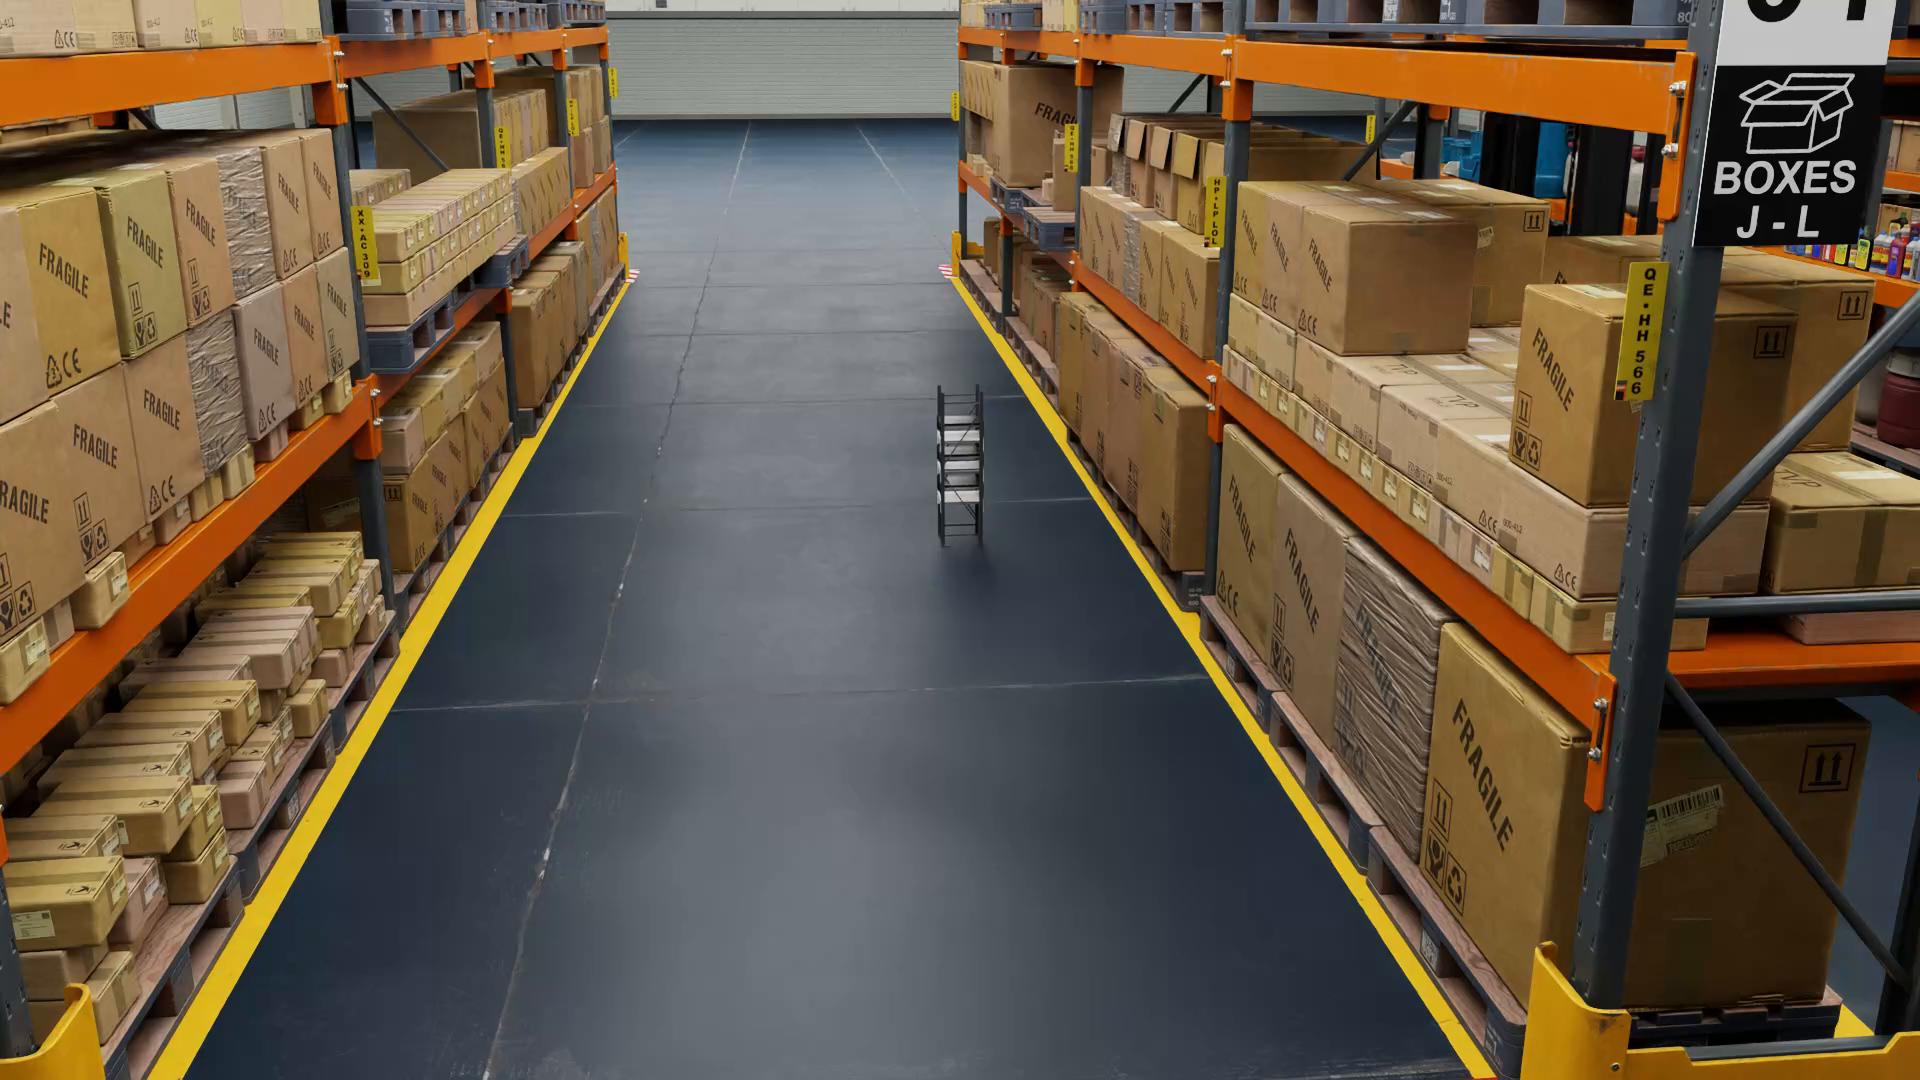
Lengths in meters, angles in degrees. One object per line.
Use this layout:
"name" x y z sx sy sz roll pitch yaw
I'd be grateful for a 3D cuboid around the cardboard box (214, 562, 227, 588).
"cardboard box" -3.419 0.167 7.203 0.380 0.149 0.250 -1 17 -3

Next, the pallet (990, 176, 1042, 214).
"pallet" 0.835 -3.085 14.815 1.003 0.211 1.213 -2 18 -6

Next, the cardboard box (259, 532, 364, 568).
"cardboard box" -2.922 0.072 7.505 0.380 0.149 0.250 -1 17 -4

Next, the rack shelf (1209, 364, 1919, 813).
"rack shelf" 1.932 -0.086 6.144 1.077 0.370 4.000 -2 18 -6

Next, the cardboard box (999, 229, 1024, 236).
"cardboard box" 0.677 -3.057 17.880 0.500 0.500 0.500 0 17 0

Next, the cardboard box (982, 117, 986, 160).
"cardboard box" 0.697 -4.330 17.797 0.875 0.500 0.500 -2 18 -6

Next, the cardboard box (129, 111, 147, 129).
"cardboard box" -9.039 -4.331 17.800 0.500 0.500 0.500 -2 18 -7

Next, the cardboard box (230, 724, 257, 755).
"cardboard box" -2.817 0.674 6.085 0.380 0.149 0.250 -1 17 -3

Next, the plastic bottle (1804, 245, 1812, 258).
"plastic bottle" 5.958 -2.072 11.600 0.097 0.201 0.097 0 17 0

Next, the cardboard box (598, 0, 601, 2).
"cardboard box" -4.032 -5.796 17.676 0.380 0.149 0.250 -2 17 -5

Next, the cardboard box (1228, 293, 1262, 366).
"cardboard box" 1.514 -0.947 7.441 0.500 0.250 0.500 -2 18 -7

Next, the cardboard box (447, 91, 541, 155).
"cardboard box" -3.931 -3.509 14.011 0.700 0.500 0.500 -2 18 -7

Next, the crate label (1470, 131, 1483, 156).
"crate label" 5.874 -4.230 18.084 0.502 0.435 0.616 -2 18 -6

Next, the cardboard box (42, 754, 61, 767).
"cardboard box" -3.273 0.774 5.767 0.380 0.149 0.250 -1 17 -3

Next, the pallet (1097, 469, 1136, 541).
"pallet" 1.442 -0.287 10.237 1.003 0.211 1.213 -2 18 -6

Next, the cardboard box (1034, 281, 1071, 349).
"cardboard box" 1.031 -1.933 14.265 0.700 0.500 0.500 -3 18 -10

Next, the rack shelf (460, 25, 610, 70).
"rack shelf" -4.250 -4.969 16.691 1.077 0.370 4.000 -2 18 -6

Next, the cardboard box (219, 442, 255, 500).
"cardboard box" -2.723 -0.241 5.855 0.380 0.149 0.250 -1 17 -5

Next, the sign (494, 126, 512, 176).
"sign" -3.092 -2.628 11.239 0.100 0.325 0.005 -2 18 -6

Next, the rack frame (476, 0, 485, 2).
"rack frame" -3.631 -4.956 10.440 1.000 3.000 0.127 -2 18 -6

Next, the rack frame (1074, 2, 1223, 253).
"rack frame" 1.313 -2.217 11.730 1.000 3.000 0.127 -2 18 -6

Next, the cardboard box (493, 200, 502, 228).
"cardboard box" -3.068 -2.025 10.342 0.380 0.149 0.250 -1 17 -4

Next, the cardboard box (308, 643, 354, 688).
"cardboard box" -2.804 0.521 7.068 0.380 0.149 0.250 -2 18 -7

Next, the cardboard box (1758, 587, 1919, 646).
"cardboard box" 2.430 0.171 4.545 0.380 0.149 0.250 -2 17 -5

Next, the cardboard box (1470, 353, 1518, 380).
"cardboard box" 2.190 -0.515 6.063 0.500 0.250 0.500 -2 18 -7

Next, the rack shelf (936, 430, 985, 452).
"rack shelf" 0.001 -0.567 9.491 0.258 0.077 0.200 -2 18 -6

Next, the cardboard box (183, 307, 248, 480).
"cardboard box" -2.754 -0.499 5.595 0.500 0.500 0.500 -2 18 -7

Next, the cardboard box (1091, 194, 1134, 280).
"cardboard box" 1.148 -1.958 10.738 0.500 0.500 0.500 -2 18 -7

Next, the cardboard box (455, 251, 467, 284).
"cardboard box" -2.941 -1.503 9.175 0.380 0.149 0.250 -2 18 -7

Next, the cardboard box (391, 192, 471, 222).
"cardboard box" -2.967 -1.863 9.329 0.380 0.149 0.250 -1 17 -4

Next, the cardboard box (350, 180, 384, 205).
"cardboard box" -3.698 -2.082 10.027 0.380 0.149 0.250 -3 18 -8

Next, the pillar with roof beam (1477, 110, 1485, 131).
"pillar with roof beam" 9.444 -14.757 41.659 9.100 9.000 0.400 -2 18 -6

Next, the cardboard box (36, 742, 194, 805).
"cardboard box" -2.676 0.770 5.281 0.380 0.149 0.250 -3 18 -8

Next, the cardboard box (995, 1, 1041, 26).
"cardboard box" 0.594 -4.896 15.506 0.500 0.250 0.500 -1 17 -4

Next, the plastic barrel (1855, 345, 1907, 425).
"plastic barrel" 6.454 -1.073 11.538 0.421 0.512 0.421 0 17 0

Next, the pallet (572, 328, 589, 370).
"pallet" -3.889 -1.727 14.827 1.003 0.211 1.213 -2 18 -6

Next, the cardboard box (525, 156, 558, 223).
"cardboard box" -3.619 -2.885 13.691 0.500 0.500 0.500 -2 17 -5

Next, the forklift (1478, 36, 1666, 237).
"forklift" 4.035 -1.783 10.464 3.031 2.935 1.130 -10 20 -29

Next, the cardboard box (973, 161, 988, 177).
"cardboard box" 0.339 -3.938 17.633 0.380 0.149 0.250 -2 18 -6

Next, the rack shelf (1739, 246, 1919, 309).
"rack shelf" 6.446 -1.431 10.428 1.077 0.370 4.000 -2 18 -6

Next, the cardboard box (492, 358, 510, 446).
"cardboard box" -3.303 -0.913 11.051 0.500 0.500 0.500 -2 18 -6

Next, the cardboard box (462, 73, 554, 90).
"cardboard box" -4.219 -4.143 15.814 0.875 0.550 0.550 -2 18 -6

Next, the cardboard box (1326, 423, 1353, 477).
"cardboard box" 1.588 -0.342 6.179 0.380 0.149 0.250 -2 18 -7

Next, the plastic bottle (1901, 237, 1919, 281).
"plastic bottle" 6.067 -1.790 10.586 0.097 0.271 0.097 0 17 0

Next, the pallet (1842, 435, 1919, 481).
"pallet" 6.485 -0.443 10.736 1.003 0.211 1.213 -2 18 -6

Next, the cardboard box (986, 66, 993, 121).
"cardboard box" 0.528 -4.350 16.191 0.500 0.500 0.500 -2 18 -6

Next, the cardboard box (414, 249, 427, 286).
"cardboard box" -2.830 -1.333 8.137 0.380 0.149 0.250 -2 18 -7

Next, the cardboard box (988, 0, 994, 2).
"cardboard box" 0.477 -5.282 16.071 0.380 0.149 0.250 -2 18 -7

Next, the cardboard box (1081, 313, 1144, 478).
"cardboard box" 1.448 -0.931 10.482 1.225 0.875 0.875 -2 18 -5

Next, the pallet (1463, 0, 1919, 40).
"pallet" 2.051 -1.443 4.405 1.003 0.211 1.213 -2 18 -6

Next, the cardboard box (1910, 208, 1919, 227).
"cardboard box" 10.449 -3.240 17.628 0.500 0.500 0.500 -2 18 -6

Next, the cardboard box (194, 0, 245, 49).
"cardboard box" -2.806 -1.823 5.719 0.500 0.250 0.500 -2 18 -6

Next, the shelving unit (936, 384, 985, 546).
"shelving unit" 0.001 -0.427 9.535 0.258 0.900 0.210 -2 18 -6

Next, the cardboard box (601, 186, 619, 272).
"cardboard box" -4.320 -3.464 18.548 0.875 0.875 0.875 -2 18 -5

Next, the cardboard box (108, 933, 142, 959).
"cardboard box" -2.650 1.208 4.879 0.380 0.149 0.250 -2 18 -6

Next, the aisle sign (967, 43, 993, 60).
"aisle sign" 0.183 -5.850 18.962 0.394 0.787 0.004 -2 18 -6

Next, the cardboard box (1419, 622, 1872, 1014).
"cardboard box" 1.993 0.792 4.993 0.875 0.875 0.875 -2 18 -6

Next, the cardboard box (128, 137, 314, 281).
"cardboard box" -2.842 -1.283 6.423 0.500 0.500 0.500 -2 18 -7
